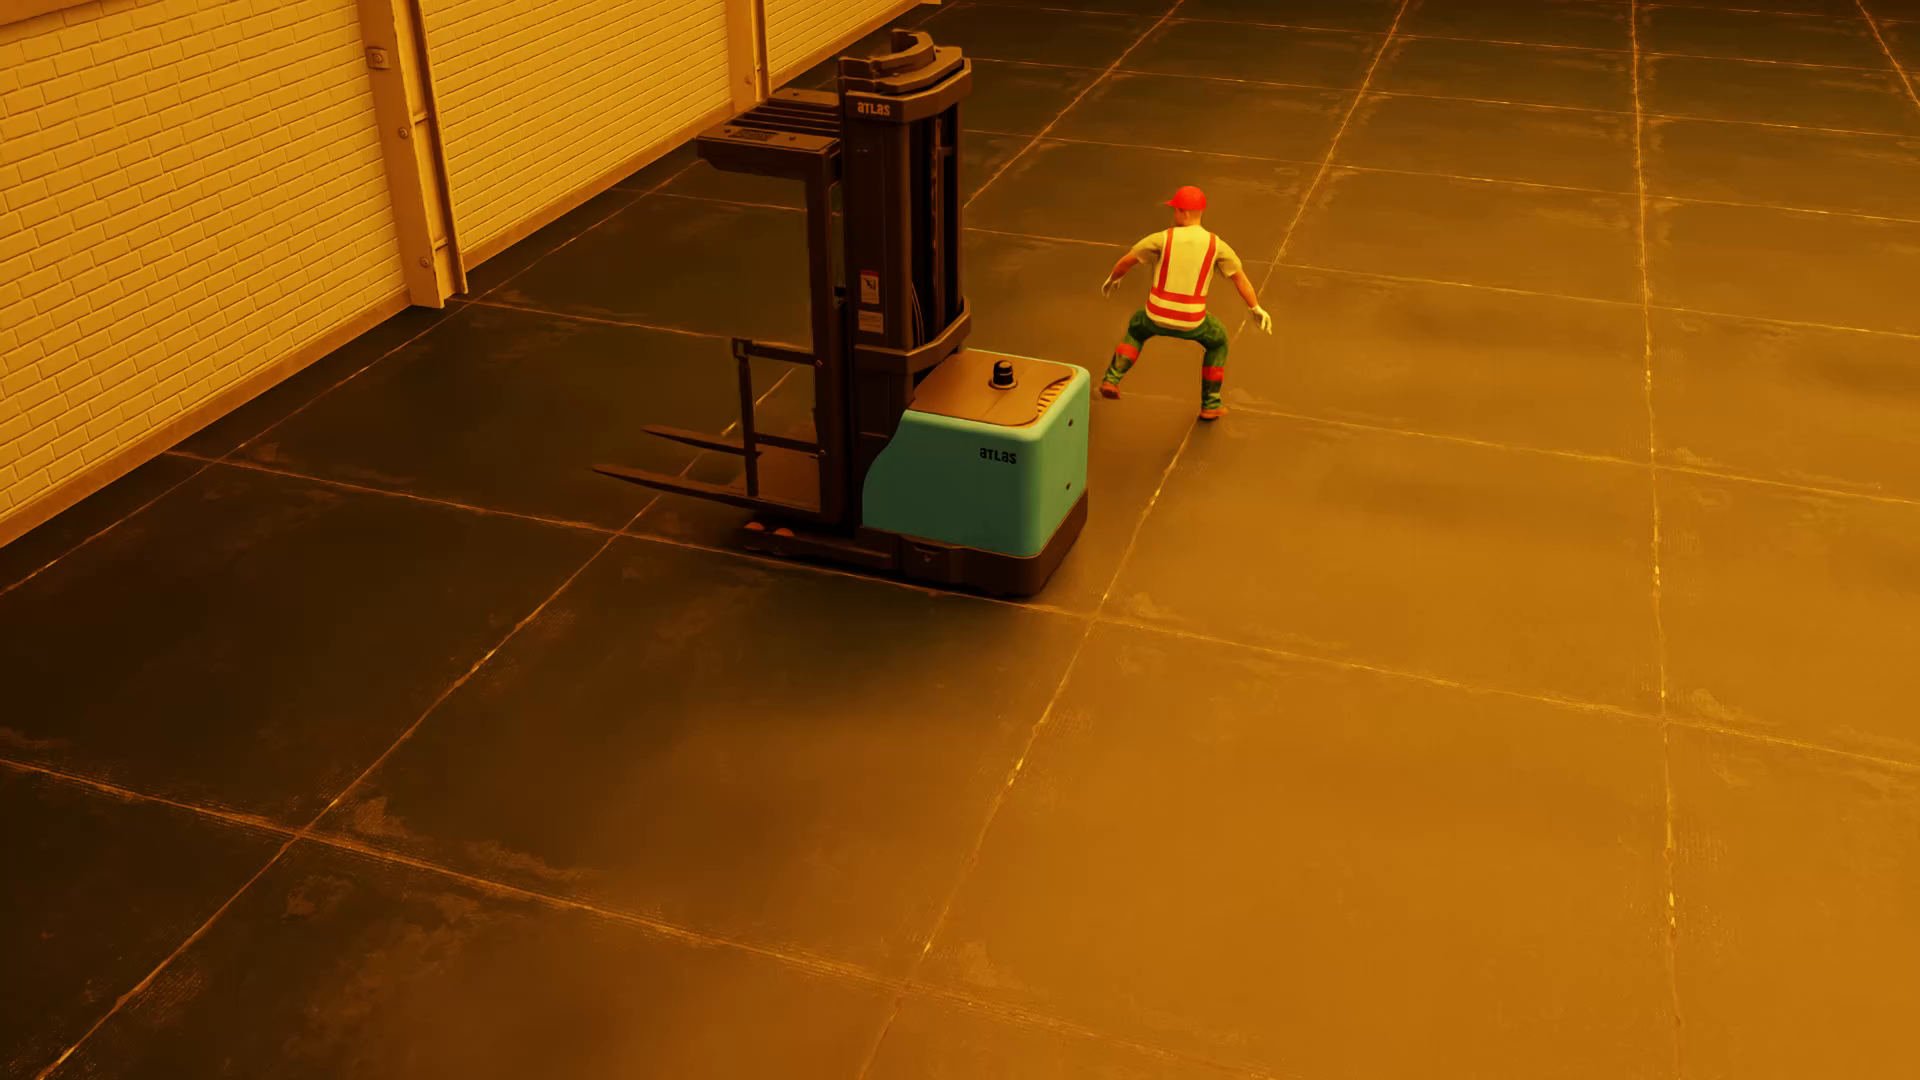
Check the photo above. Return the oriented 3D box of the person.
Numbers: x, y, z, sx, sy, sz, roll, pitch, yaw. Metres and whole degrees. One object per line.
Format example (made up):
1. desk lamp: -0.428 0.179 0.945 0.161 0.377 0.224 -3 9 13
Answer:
1. person: 1.528 -1.563 11.245 1.158 1.655 0.505 7 30 12

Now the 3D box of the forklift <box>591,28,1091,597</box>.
1. forklift: -0.793 -1.405 9.601 3.031 2.935 1.130 11 32 19
